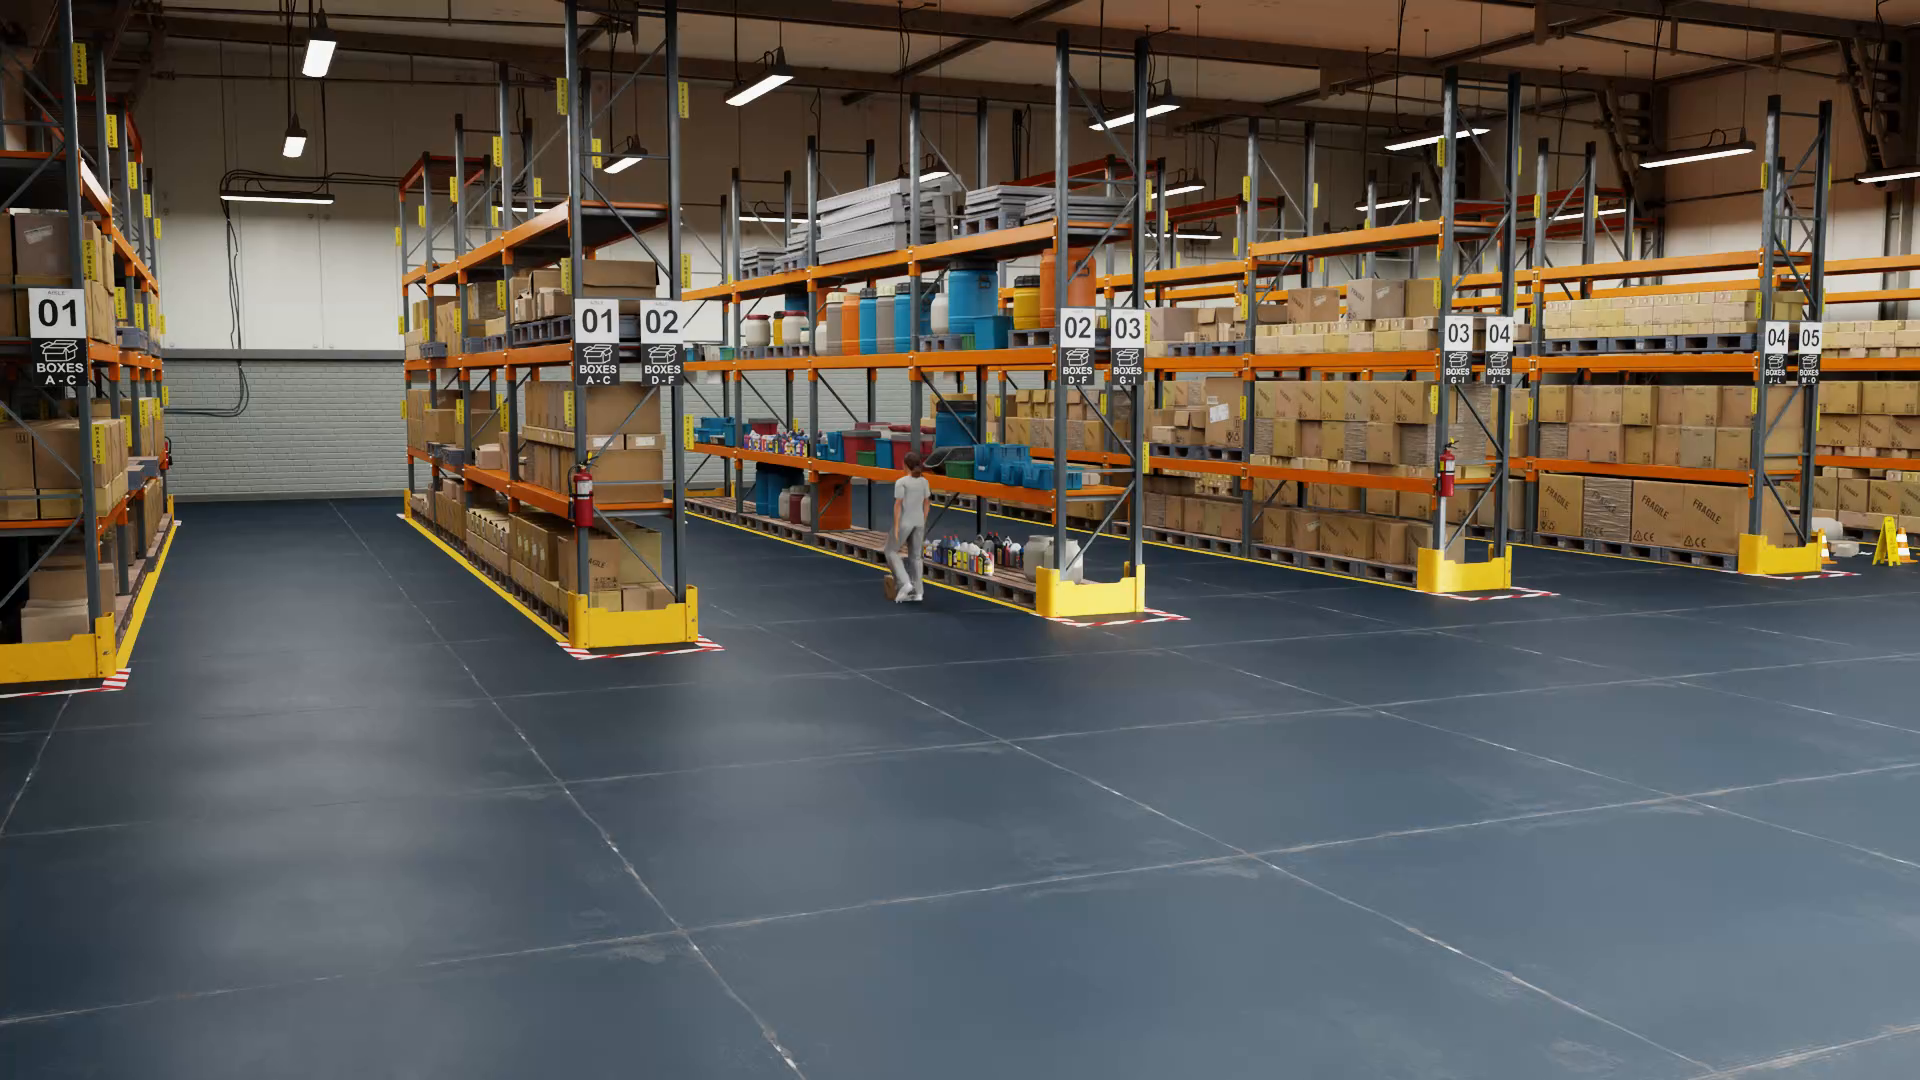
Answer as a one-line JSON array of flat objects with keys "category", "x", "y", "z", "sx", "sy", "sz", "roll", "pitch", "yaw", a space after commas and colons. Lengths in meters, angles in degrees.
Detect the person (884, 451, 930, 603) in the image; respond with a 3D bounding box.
[{"category": "person", "x": -0.569, "y": -0.137, "z": 18.358, "sx": 0.476, "sy": 1.689, "sz": 0.524, "roll": -3, "pitch": 6, "yaw": -32}]
